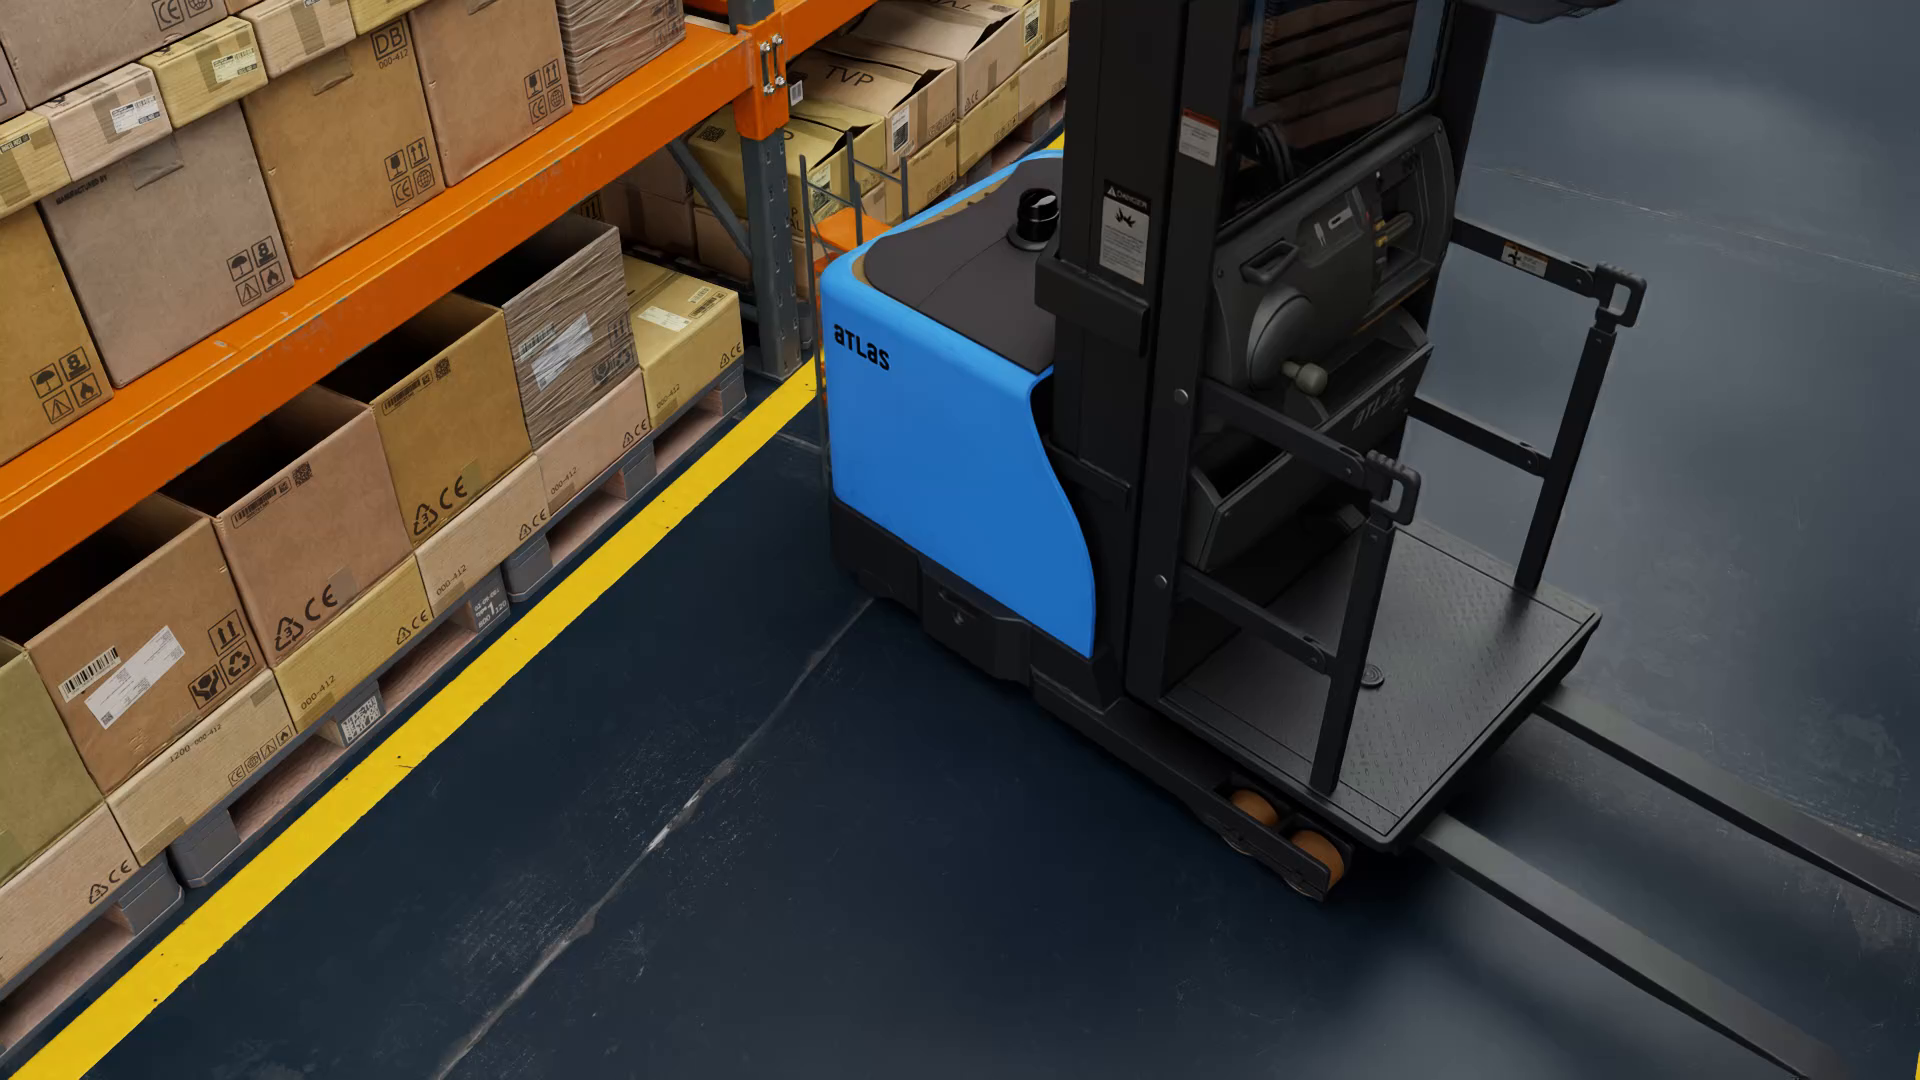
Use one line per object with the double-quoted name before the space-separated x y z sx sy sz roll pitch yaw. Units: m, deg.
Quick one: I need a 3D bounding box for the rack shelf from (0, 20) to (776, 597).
"rack shelf" -2.028 -0.464 4.052 1.077 0.370 4.000 21 45 22

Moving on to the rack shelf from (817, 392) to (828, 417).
"rack shelf" -0.295 -0.406 5.232 0.258 0.103 0.180 32 50 31

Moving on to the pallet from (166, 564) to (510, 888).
"pallet" -2.071 0.310 4.738 1.003 0.211 1.213 21 45 22

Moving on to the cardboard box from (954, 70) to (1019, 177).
"cardboard box" -0.097 -1.742 6.722 0.500 0.250 0.500 20 45 21

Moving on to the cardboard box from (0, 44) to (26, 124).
"cardboard box" -2.248 -0.999 3.057 0.700 0.500 0.500 21 46 22

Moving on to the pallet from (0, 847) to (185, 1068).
"pallet" -2.683 1.005 3.949 1.003 0.211 1.213 21 45 22

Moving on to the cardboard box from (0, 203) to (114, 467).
"cardboard box" -2.272 -0.474 3.443 0.700 0.500 0.500 21 46 22

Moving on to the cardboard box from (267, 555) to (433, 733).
"cardboard box" -1.816 0.194 4.523 0.500 0.250 0.500 21 45 22

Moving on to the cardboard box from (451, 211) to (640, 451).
"cardboard box" -1.331 -0.666 4.932 0.500 0.500 0.500 21 45 22

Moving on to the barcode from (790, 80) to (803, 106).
"barcode" -0.539 -1.474 5.486 0.001 0.075 0.075 21 45 22

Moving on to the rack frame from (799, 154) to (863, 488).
"rack frame" -0.359 -0.577 4.995 0.240 1.200 0.006 32 50 31

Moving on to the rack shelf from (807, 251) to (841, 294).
"rack shelf" -0.297 -0.768 4.917 0.258 0.103 0.180 32 50 31

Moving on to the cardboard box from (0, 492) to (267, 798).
"cardboard box" -2.080 0.193 3.957 0.500 0.500 0.500 21 45 22

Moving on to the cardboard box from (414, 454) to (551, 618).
"cardboard box" -1.566 -0.093 4.848 0.500 0.250 0.500 21 45 22

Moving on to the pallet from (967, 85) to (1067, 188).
"pallet" -0.083 -1.967 7.324 1.003 0.211 1.213 21 45 22

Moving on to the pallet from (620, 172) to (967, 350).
"pallet" -0.693 -1.267 6.528 1.003 0.211 1.213 21 45 22

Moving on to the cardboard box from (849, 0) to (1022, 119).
"cardboard box" -0.092 -1.950 6.533 0.500 0.311 0.500 19 45 21

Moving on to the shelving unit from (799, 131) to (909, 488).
"shelving unit" -0.296 -0.621 5.045 0.258 1.200 0.189 32 50 31

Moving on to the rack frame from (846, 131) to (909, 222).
"rack frame" -0.234 -0.665 5.095 0.240 1.200 0.006 32 50 31

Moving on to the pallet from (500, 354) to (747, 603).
"pallet" -1.462 -0.391 5.534 1.003 0.211 1.213 21 45 22

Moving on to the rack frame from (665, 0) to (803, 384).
"rack frame" -1.027 -1.879 5.113 1.000 3.000 0.127 21 45 22

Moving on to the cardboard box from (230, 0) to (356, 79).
"cardboard box" -1.615 -1.207 3.784 0.380 0.149 0.250 22 46 23

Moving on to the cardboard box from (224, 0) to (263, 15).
"cardboard box" -1.747 -1.571 3.707 0.700 0.500 0.500 21 45 22

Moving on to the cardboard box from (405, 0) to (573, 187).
"cardboard box" -1.502 -1.356 4.445 0.700 0.500 0.500 20 45 22

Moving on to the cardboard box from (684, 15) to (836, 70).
"cardboard box" -0.818 -1.841 6.409 0.500 0.311 0.500 22 46 23

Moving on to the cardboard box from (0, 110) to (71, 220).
"cardboard box" -2.004 -0.762 3.279 0.380 0.149 0.250 20 45 22

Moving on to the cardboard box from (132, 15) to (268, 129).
"cardboard box" -1.745 -1.054 3.611 0.380 0.149 0.250 22 46 23

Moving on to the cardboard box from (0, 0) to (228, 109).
"cardboard box" -1.997 -1.285 3.383 0.700 0.500 0.500 21 46 22

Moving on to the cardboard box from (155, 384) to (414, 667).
"cardboard box" -1.815 -0.088 4.275 0.500 0.500 0.500 21 45 22

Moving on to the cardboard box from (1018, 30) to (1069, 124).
"cardboard box" 0.158 -2.033 7.052 0.500 0.250 0.500 22 46 23

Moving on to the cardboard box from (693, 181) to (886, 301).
"cardboard box" -0.611 -1.153 6.052 0.500 0.250 0.500 20 45 21

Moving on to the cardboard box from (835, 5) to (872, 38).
"cardboard box" -0.566 -2.126 6.733 0.500 0.311 0.500 21 45 22

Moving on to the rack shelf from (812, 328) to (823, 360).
"rack shelf" -0.296 -0.587 5.075 0.258 0.103 0.180 32 50 31

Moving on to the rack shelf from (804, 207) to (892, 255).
"rack shelf" -0.298 -0.858 4.838 0.258 0.103 0.180 32 50 31

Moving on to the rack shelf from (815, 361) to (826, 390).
"rack shelf" -0.296 -0.497 5.153 0.258 0.103 0.180 32 50 31

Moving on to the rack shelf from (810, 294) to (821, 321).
"rack shelf" -0.297 -0.678 4.996 0.258 0.103 0.180 32 50 31

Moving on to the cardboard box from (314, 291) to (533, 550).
"cardboard box" -1.577 -0.378 4.605 0.500 0.500 0.500 21 45 22

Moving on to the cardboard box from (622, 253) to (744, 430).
"cardboard box" -1.070 -0.667 5.500 0.500 0.250 0.500 21 45 22

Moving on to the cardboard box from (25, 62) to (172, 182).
"cardboard box" -1.876 -0.903 3.440 0.380 0.149 0.250 21 46 22

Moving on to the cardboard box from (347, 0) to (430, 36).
"cardboard box" -1.489 -1.351 3.948 0.380 0.149 0.250 21 45 22

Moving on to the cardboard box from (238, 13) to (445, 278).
"cardboard box" -1.757 -1.070 4.120 0.700 0.500 0.500 22 46 23

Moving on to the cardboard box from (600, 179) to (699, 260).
"cardboard box" -1.071 -1.337 6.262 0.500 0.250 0.500 20 45 22

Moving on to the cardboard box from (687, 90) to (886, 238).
"cardboard box" -0.605 -1.369 5.873 0.500 0.311 0.500 21 46 22

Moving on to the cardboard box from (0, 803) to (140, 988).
"cardboard box" -2.321 0.764 3.876 0.500 0.250 0.500 21 45 22

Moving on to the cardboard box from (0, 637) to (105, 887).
"cardboard box" -2.320 0.483 3.627 0.500 0.500 0.500 21 45 22

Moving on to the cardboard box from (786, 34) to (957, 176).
"cardboard box" -0.350 -1.653 6.196 0.500 0.311 0.500 20 45 22

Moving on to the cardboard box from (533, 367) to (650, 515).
"cardboard box" -1.329 -0.384 5.179 0.500 0.250 0.500 21 45 22

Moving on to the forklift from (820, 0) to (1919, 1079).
"forklift" 1.023 -0.591 3.703 3.031 2.935 1.130 32 50 31

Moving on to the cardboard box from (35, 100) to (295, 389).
"cardboard box" -2.012 -0.777 3.787 0.700 0.500 0.500 22 46 23

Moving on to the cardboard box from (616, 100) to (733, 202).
"cardboard box" -1.073 -1.541 6.069 0.500 0.311 0.500 21 45 22

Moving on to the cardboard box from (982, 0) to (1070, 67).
"cardboard box" 0.163 -2.249 6.872 0.500 0.311 0.500 22 46 23

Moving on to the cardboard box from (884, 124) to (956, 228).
"cardboard box" -0.354 -1.445 6.384 0.500 0.250 0.500 22 46 23

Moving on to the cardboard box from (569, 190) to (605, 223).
"cardboard box" -1.531 -1.124 5.452 0.500 0.500 0.500 21 45 22

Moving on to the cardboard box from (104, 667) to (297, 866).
"cardboard box" -2.071 0.478 4.200 0.500 0.250 0.500 21 45 22

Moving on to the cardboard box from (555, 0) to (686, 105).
"cardboard box" -1.244 -1.660 4.790 0.700 0.500 0.500 20 45 21

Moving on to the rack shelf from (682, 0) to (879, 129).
"rack shelf" -0.027 -2.753 6.651 1.077 0.370 4.000 21 45 22
